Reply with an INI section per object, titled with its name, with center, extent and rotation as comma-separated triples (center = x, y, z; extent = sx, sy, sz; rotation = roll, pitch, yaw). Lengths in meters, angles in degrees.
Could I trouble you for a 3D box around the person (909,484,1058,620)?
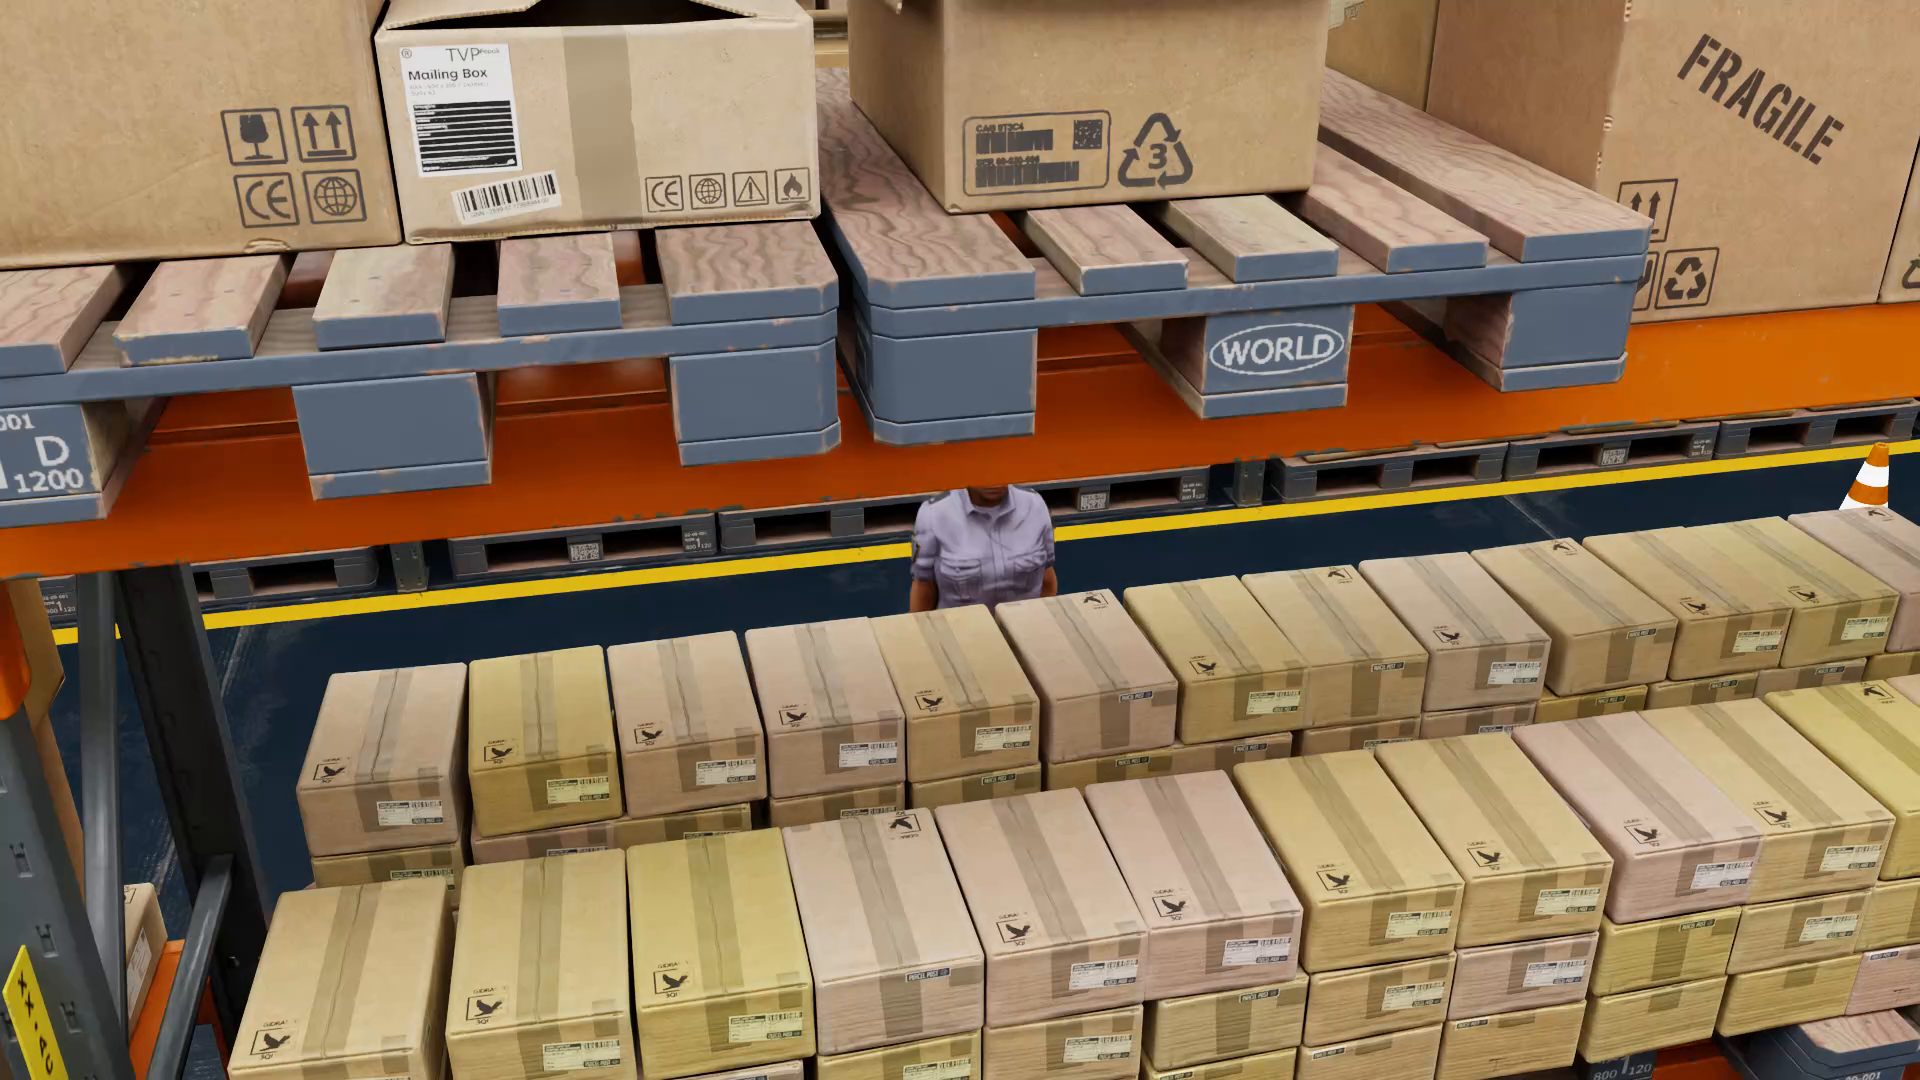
[person]
center = 0.080, 0.406, 5.354
extent = 0.508, 1.678, 0.529
rotation = -6, 28, -12
